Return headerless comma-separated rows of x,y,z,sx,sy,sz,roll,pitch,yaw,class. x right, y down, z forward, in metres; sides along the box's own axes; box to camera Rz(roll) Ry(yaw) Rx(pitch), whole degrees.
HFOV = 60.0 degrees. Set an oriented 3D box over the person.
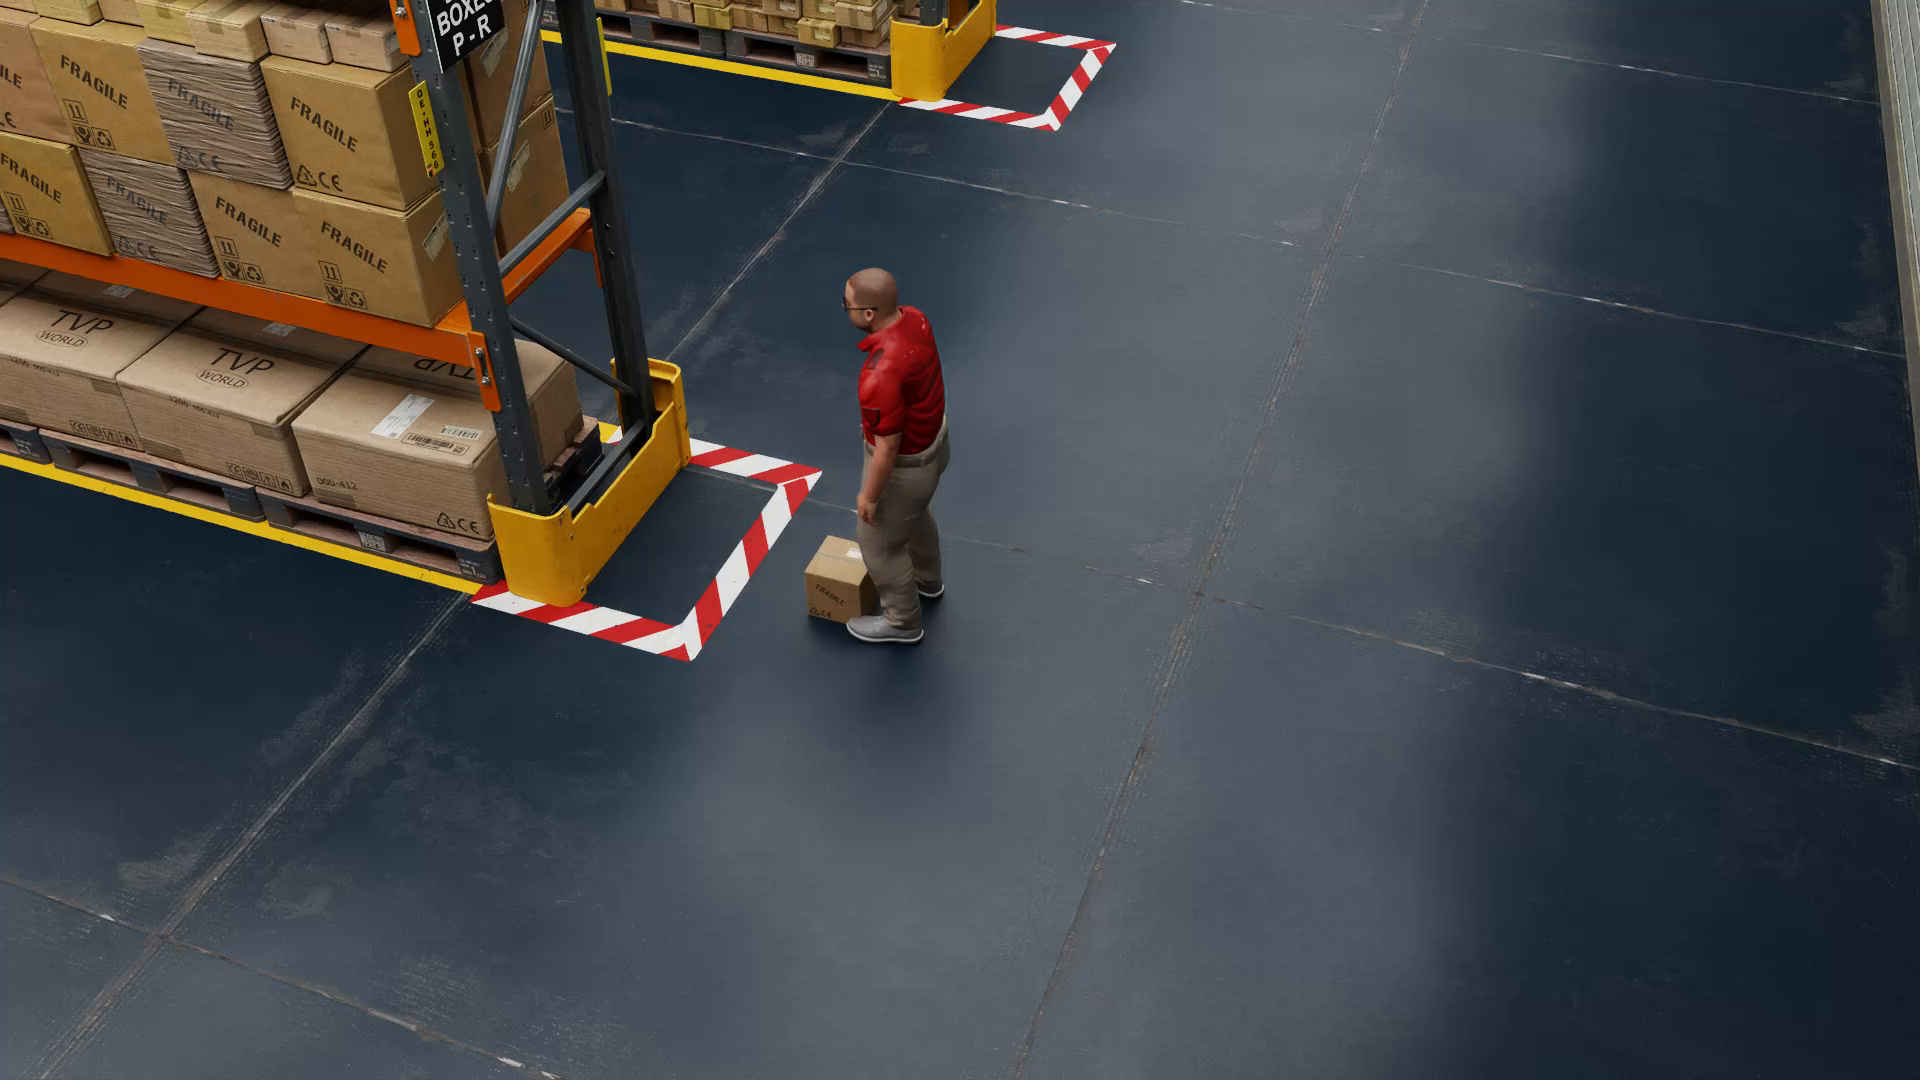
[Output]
-0.253,-0.322,6.536,0.387,1.727,0.606,11,42,13,person
